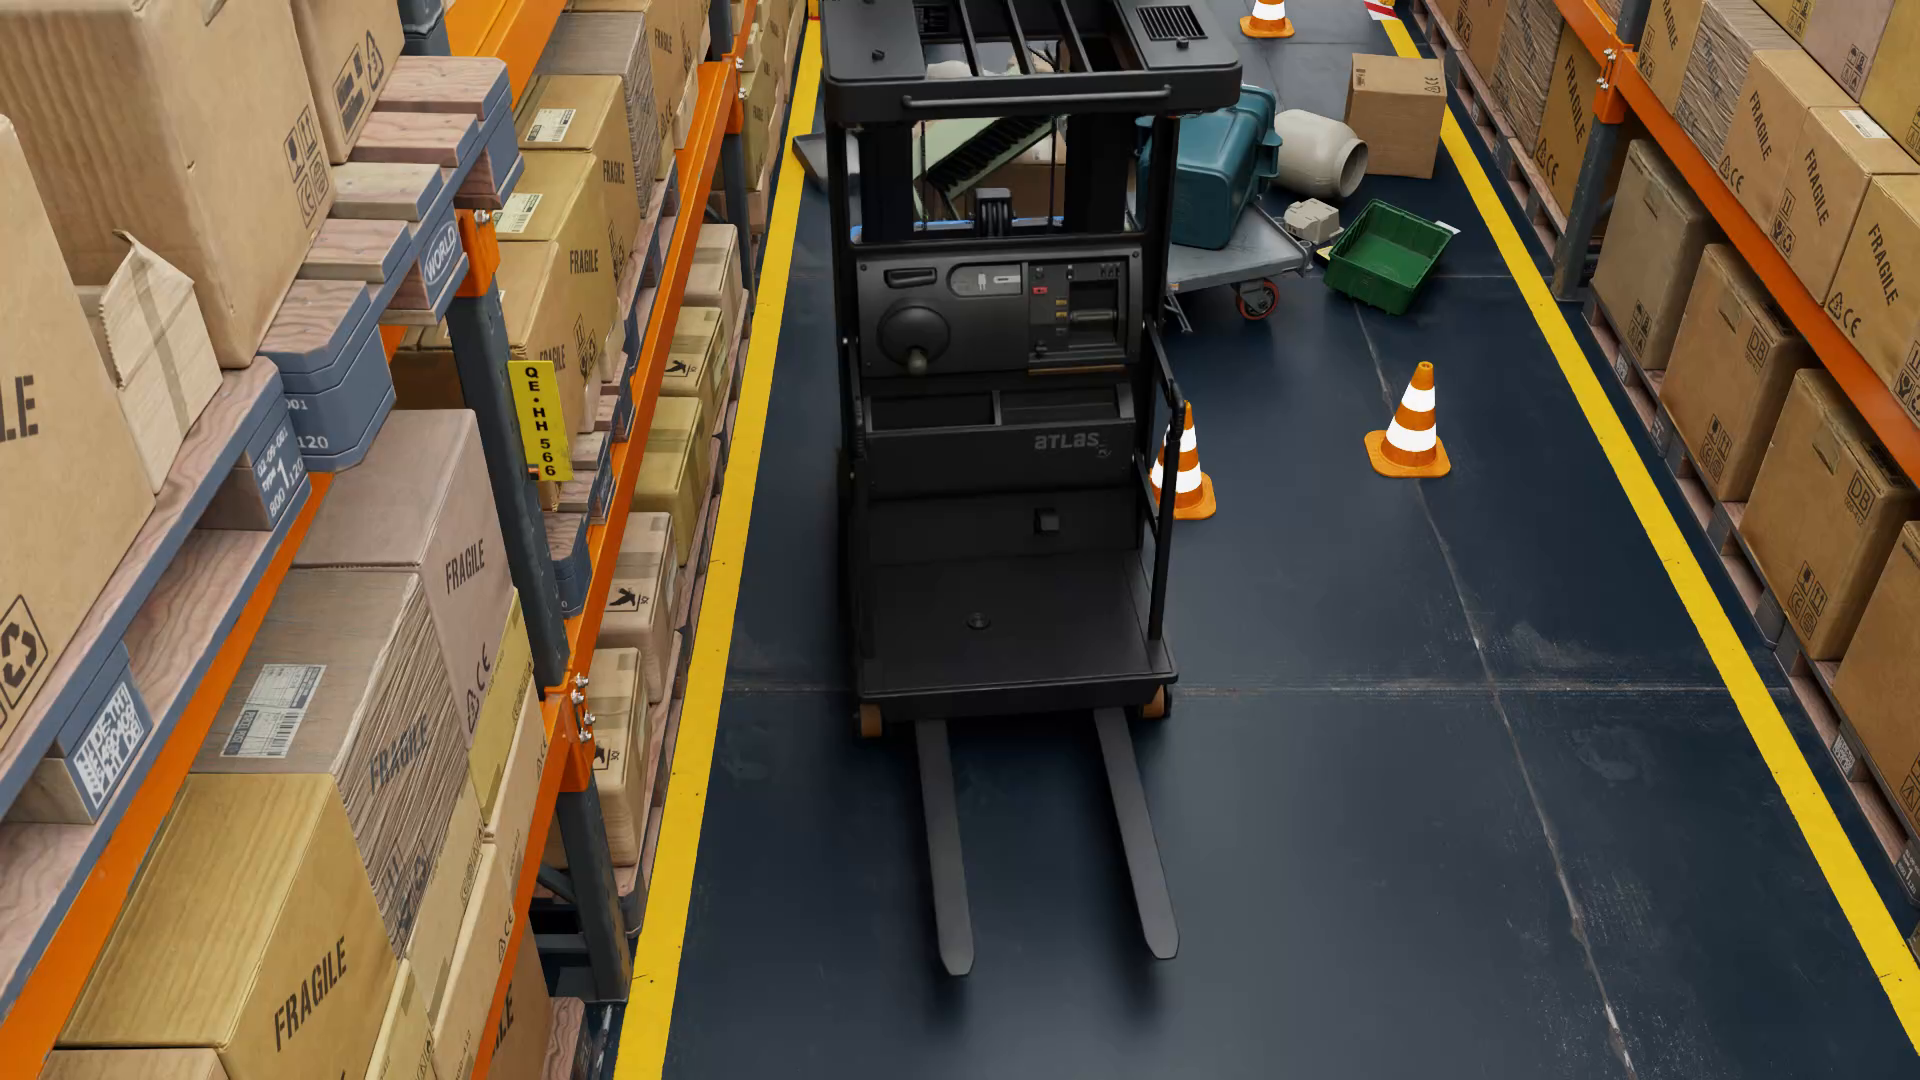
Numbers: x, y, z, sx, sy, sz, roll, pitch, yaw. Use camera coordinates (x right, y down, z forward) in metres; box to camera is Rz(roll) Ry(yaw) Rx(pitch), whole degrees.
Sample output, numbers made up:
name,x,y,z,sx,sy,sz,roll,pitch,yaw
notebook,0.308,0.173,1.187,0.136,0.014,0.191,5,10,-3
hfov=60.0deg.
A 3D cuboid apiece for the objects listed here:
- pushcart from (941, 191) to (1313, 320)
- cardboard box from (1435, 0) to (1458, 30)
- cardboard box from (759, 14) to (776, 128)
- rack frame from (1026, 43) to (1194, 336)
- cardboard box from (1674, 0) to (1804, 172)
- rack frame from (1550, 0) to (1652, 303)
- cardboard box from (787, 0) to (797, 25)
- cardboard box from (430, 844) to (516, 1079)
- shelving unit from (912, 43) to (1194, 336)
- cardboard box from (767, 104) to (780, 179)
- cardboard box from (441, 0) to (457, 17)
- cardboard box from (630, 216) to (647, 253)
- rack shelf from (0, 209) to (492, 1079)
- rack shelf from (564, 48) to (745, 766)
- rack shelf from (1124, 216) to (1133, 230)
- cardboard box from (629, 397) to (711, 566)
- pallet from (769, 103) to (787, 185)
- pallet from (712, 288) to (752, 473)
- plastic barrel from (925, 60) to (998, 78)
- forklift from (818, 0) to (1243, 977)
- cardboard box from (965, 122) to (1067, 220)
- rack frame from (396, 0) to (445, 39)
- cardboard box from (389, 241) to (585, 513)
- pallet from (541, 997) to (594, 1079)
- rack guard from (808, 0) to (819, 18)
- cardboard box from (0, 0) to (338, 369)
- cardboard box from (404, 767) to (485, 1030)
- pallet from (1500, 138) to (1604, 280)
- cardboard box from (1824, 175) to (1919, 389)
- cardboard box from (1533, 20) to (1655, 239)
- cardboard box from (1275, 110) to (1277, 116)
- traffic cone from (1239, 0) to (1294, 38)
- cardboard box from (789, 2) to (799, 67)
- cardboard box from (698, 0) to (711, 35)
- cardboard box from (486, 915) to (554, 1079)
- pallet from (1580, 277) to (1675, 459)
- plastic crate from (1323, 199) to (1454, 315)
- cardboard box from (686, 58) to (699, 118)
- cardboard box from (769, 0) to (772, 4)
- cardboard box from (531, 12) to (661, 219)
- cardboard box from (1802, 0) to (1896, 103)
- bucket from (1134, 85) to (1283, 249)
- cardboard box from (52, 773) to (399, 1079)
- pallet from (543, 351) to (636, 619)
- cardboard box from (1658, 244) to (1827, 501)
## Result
name,x,y,z,sx,sy,sz,roll,pitch,yaw
pushcart,0.775,-1.322,8.098,1.648,0.377,0.936,-13,40,-16
cardboard box,3.507,-3.791,10.446,0.875,0.875,0.875,0,39,0
cardboard box,-1.248,-2.400,8.609,0.500,0.500,0.500,1,39,2
rack frame,0.585,-1.537,7.026,0.400,0.023,1.500,4,58,-62
cardboard box,3.178,-1.774,6.484,0.500,0.500,0.500,0,39,0
rack frame,3.445,-2.379,7.320,1.000,3.000,0.127,0,39,0
cardboard box,-1.244,-3.370,9.820,0.500,0.500,0.500,1,39,2
cardboard box,-1.224,0.883,3.370,0.500,0.250,0.500,1,39,1
shelving unit,0.297,-1.366,7.174,0.431,0.755,1.500,4,58,-62
cardboard box,-1.248,-2.106,8.843,0.500,0.250,0.500,2,39,3
cardboard box,-1.331,-1.286,3.665,0.396,0.266,0.258,0,39,0
cardboard box,-1.268,-1.091,5.578,0.380,0.149,0.250,1,39,1
rack shelf,-1.498,0.550,1.842,1.077,0.370,4.000,0,39,0
rack shelf,-1.503,-0.781,5.901,1.077,0.370,4.000,0,39,0
rack shelf,0.426,-1.078,7.093,0.431,0.720,0.370,4,58,-62
cardboard box,-1.495,-0.239,6.415,0.950,0.372,0.625,1,39,1
pallet,-1.545,-2.409,9.588,1.003,0.211,1.213,0,39,0
pallet,-1.503,-0.738,7.502,1.003,0.211,1.213,0,39,0
plastic barrel,0.007,-2.518,9.554,0.512,0.421,0.421,28,46,30
forklift,0.155,-0.670,5.242,1.130,2.935,3.031,-3,39,-4
cardboard box,0.275,-1.653,7.807,0.500,0.500,0.500,0,39,0
rack frame,-1.500,-2.152,2.240,1.000,3.000,0.127,0,39,0
cardboard box,-1.269,-0.412,4.211,0.500,0.500,0.500,-1,39,-1
pallet,-1.575,1.770,4.372,1.003,0.211,1.213,0,39,0
rack guard,-1.510,-3.791,11.081,1.175,0.500,0.348,0,39,0
cardboard box,-1.309,-0.566,2.243,0.700,0.500,0.500,-2,39,-2
cardboard box,-1.241,0.676,3.228,0.500,0.250,0.500,-1,39,-1
pallet,3.522,-1.767,8.786,1.003,0.211,1.213,0,39,0
cardboard box,3.181,-0.823,5.298,0.500,0.500,0.500,-1,39,-1
cardboard box,3.514,-2.107,8.344,0.875,0.875,0.875,1,39,1
cardboard box,1.601,-2.386,9.515,0.396,0.266,0.258,6,39,8
traffic cone,2.021,-3.558,10.819,0.336,0.463,0.334,0,39,0
cardboard box,-1.247,-3.076,10.052,0.500,0.250,0.500,0,39,0
cardboard box,-1.275,-2.343,6.621,0.500,0.500,0.500,-1,39,-1
cardboard box,-1.583,1.286,4.110,0.875,0.875,0.875,0,39,0
pallet,3.521,-0.809,7.590,1.003,0.211,1.213,0,39,0
plastic crate,2.135,-1.412,8.316,0.450,0.188,0.662,27,45,16
cardboard box,-1.210,-1.731,6.376,0.380,0.149,0.250,-1,39,-1
cardboard box,-1.181,-2.886,8.698,0.380,0.149,0.250,2,39,3
cardboard box,-1.277,-1.382,5.423,0.500,0.500,0.500,-1,39,-2
cardboard box,3.454,-1.860,5.793,0.700,0.500,0.500,0,39,0
bucket,1.139,-1.778,7.973,0.726,0.611,0.620,13,50,15
cardboard box,-1.235,0.714,2.581,0.500,0.500,0.500,0,39,0
pallet,-1.608,-0.182,4.732,1.213,0.211,1.003,0,39,0
cardboard box,3.533,-0.674,6.655,1.050,0.750,0.750,0,39,0
